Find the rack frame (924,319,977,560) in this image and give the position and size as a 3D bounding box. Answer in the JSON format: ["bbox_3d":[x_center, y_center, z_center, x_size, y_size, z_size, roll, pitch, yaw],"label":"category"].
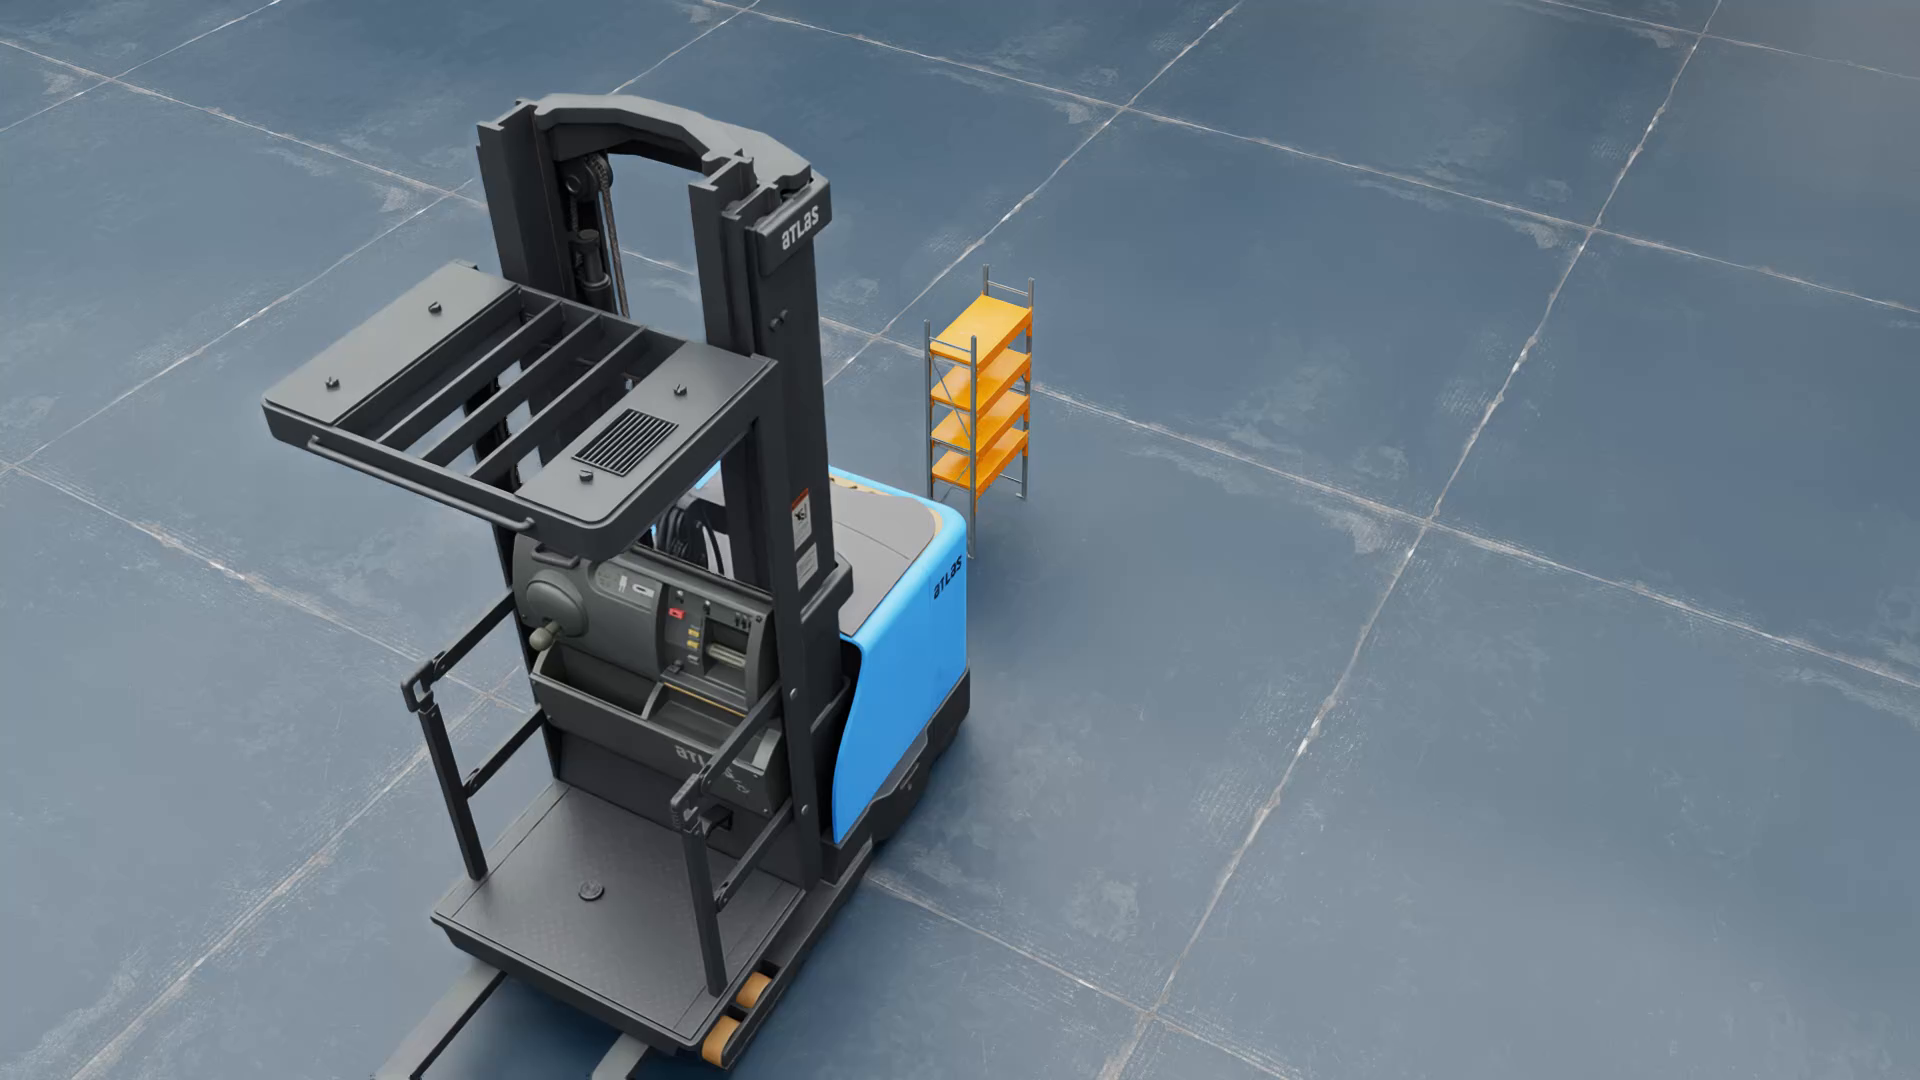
[{"bbox_3d":[-0.039,-0.405,7.118,0.240,1.200,0.015,21,45,22],"label":"rack frame"}]

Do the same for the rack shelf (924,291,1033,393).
[{"bbox_3d":[0.083,-0.840,7.017,0.258,0.148,0.480,21,45,22],"label":"rack shelf"}]

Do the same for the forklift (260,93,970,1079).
[{"bbox_3d":[-1.094,0.316,4.989,1.130,2.935,3.031,19,45,20],"label":"forklift"}]

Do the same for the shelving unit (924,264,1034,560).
[{"bbox_3d":[0.083,-0.545,7.277,0.258,1.200,0.503,21,45,22],"label":"shelving unit"}]

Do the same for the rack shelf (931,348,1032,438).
[{"bbox_3d":[0.083,-0.662,7.173,0.258,0.148,0.480,21,45,22],"label":"rack shelf"}]

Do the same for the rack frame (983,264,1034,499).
[{"bbox_3d":[0.205,-0.685,7.435,0.240,1.200,0.015,21,45,22],"label":"rack frame"}]

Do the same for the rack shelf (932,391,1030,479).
[{"bbox_3d":[0.083,-0.495,7.321,0.258,0.148,0.480,21,45,22],"label":"rack shelf"}]

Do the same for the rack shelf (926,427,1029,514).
[{"bbox_3d":[0.083,-0.345,7.452,0.258,0.148,0.480,21,45,22],"label":"rack shelf"}]
